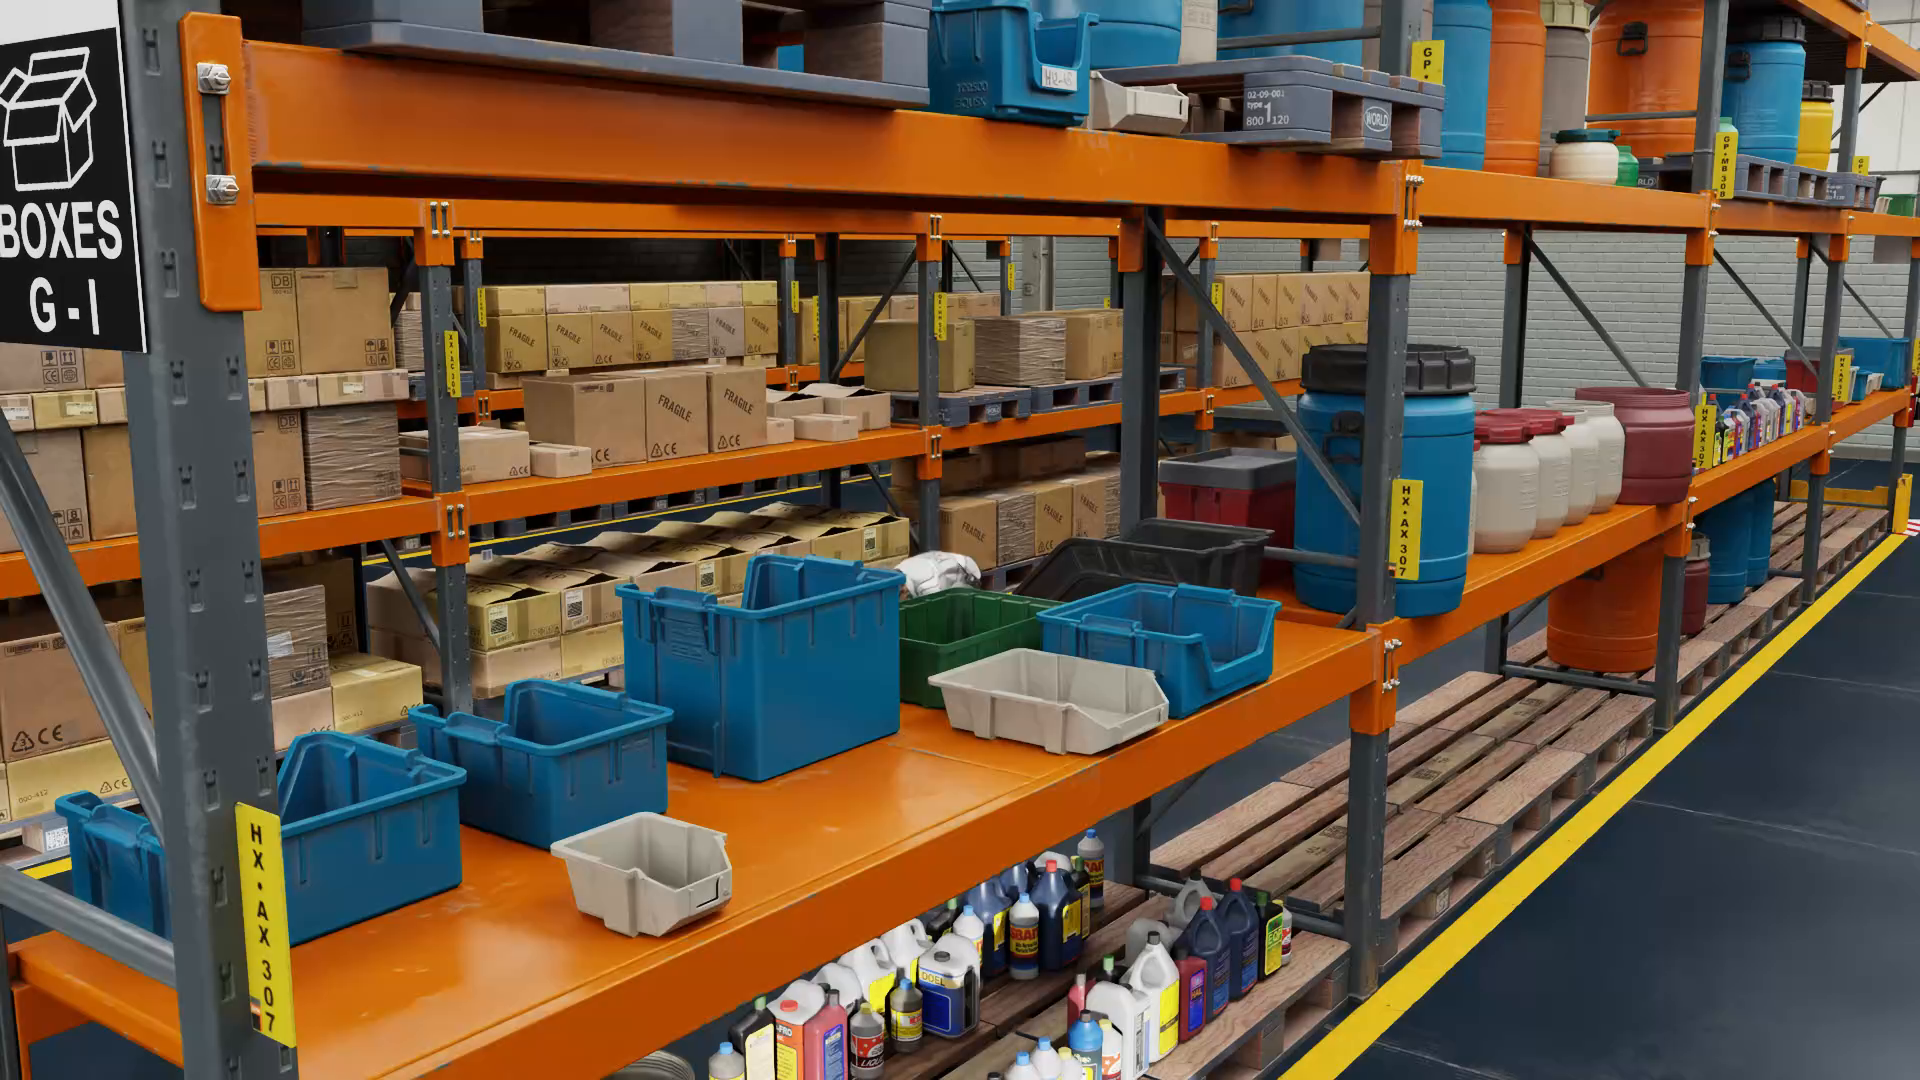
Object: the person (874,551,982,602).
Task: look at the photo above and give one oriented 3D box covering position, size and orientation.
[{"bbox_3d":[-0.238,0.472,9.914,0.472,0.762,0.914,7,12,34],"label":"person"}]
